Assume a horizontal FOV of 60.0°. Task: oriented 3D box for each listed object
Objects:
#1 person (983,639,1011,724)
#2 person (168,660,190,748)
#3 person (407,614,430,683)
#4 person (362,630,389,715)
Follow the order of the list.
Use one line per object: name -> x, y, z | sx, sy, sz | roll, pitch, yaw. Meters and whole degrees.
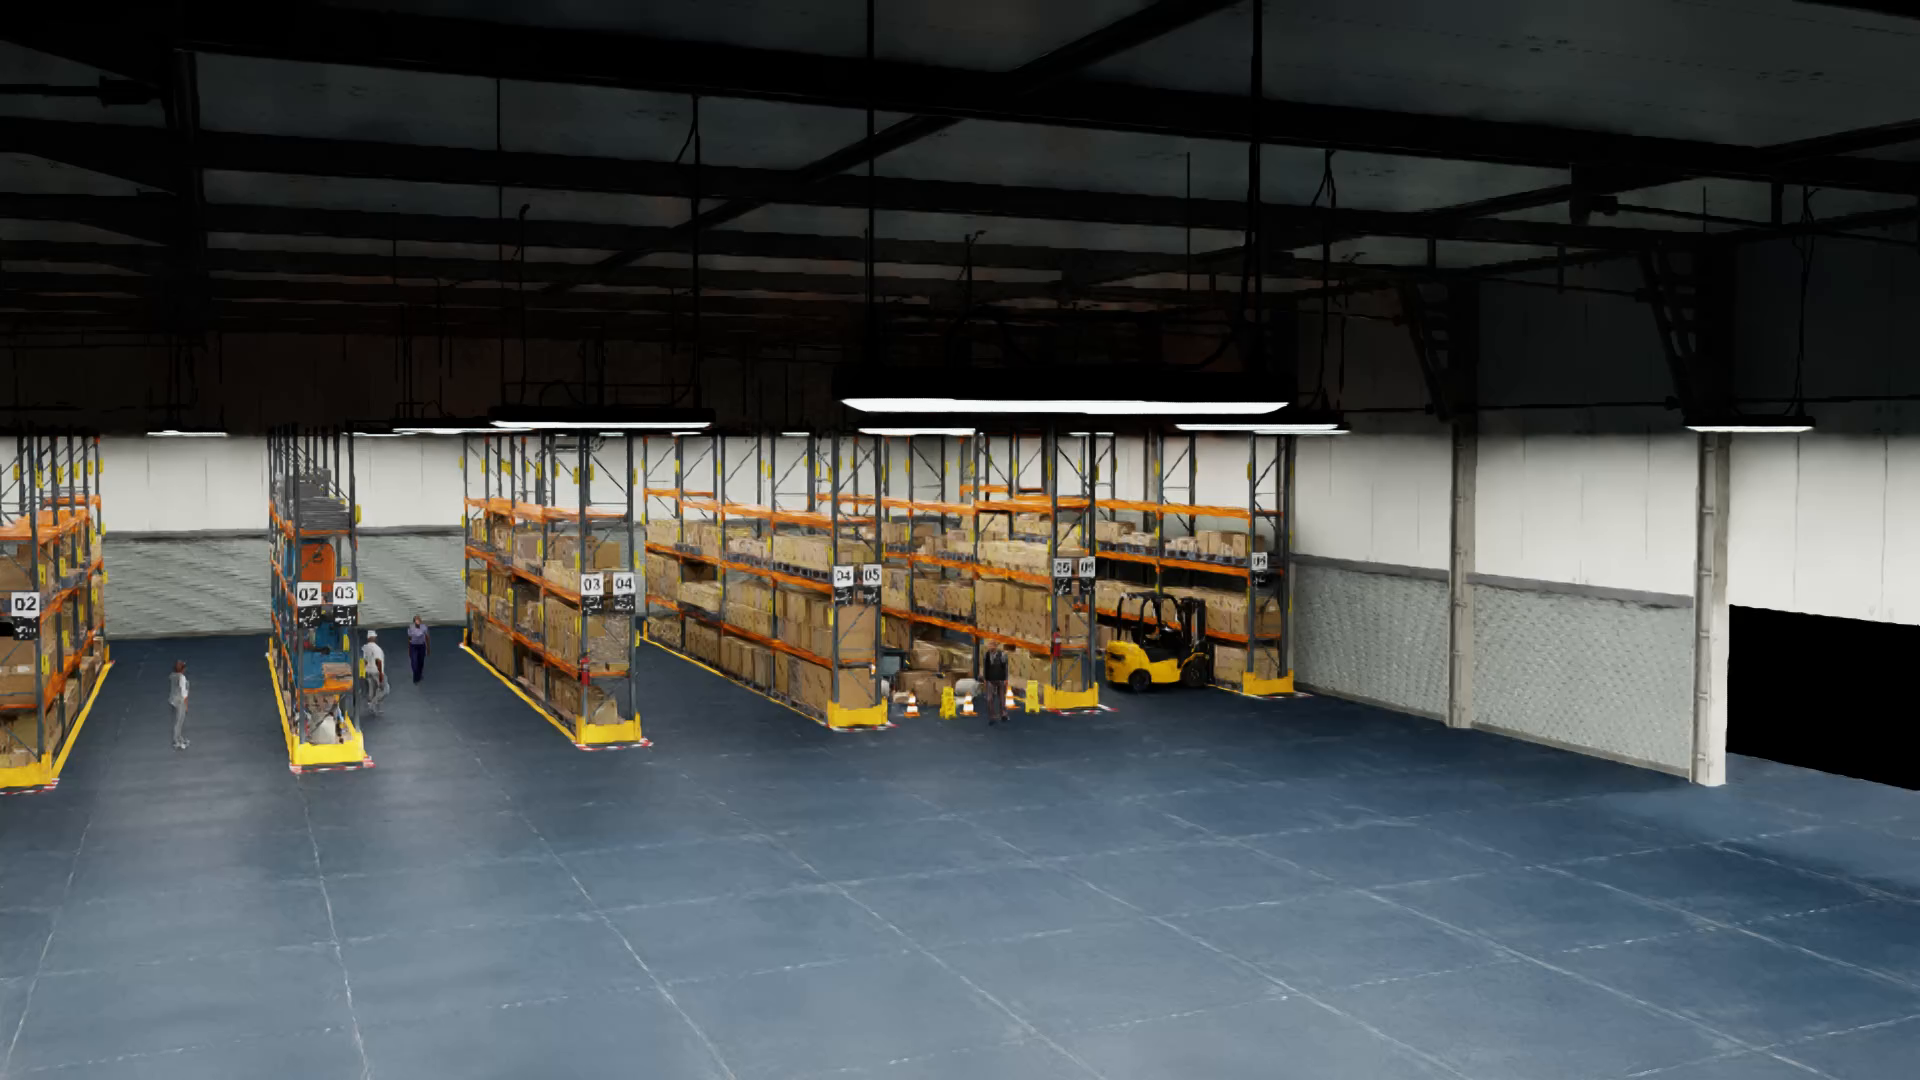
person -> 0.727, 2.830, 33.512 | 0.560, 1.703, 0.568 | 1, 4, 15
person -> -14.440, 3.025, 30.819 | 0.505, 1.603, 0.417 | 3, 4, 36
person -> -12.729, 2.534, 39.115 | 0.491, 1.590, 1.001 | -2, 4, -25
person -> -12.091, 2.741, 34.333 | 0.609, 1.763, 0.457 | 3, 5, 40
